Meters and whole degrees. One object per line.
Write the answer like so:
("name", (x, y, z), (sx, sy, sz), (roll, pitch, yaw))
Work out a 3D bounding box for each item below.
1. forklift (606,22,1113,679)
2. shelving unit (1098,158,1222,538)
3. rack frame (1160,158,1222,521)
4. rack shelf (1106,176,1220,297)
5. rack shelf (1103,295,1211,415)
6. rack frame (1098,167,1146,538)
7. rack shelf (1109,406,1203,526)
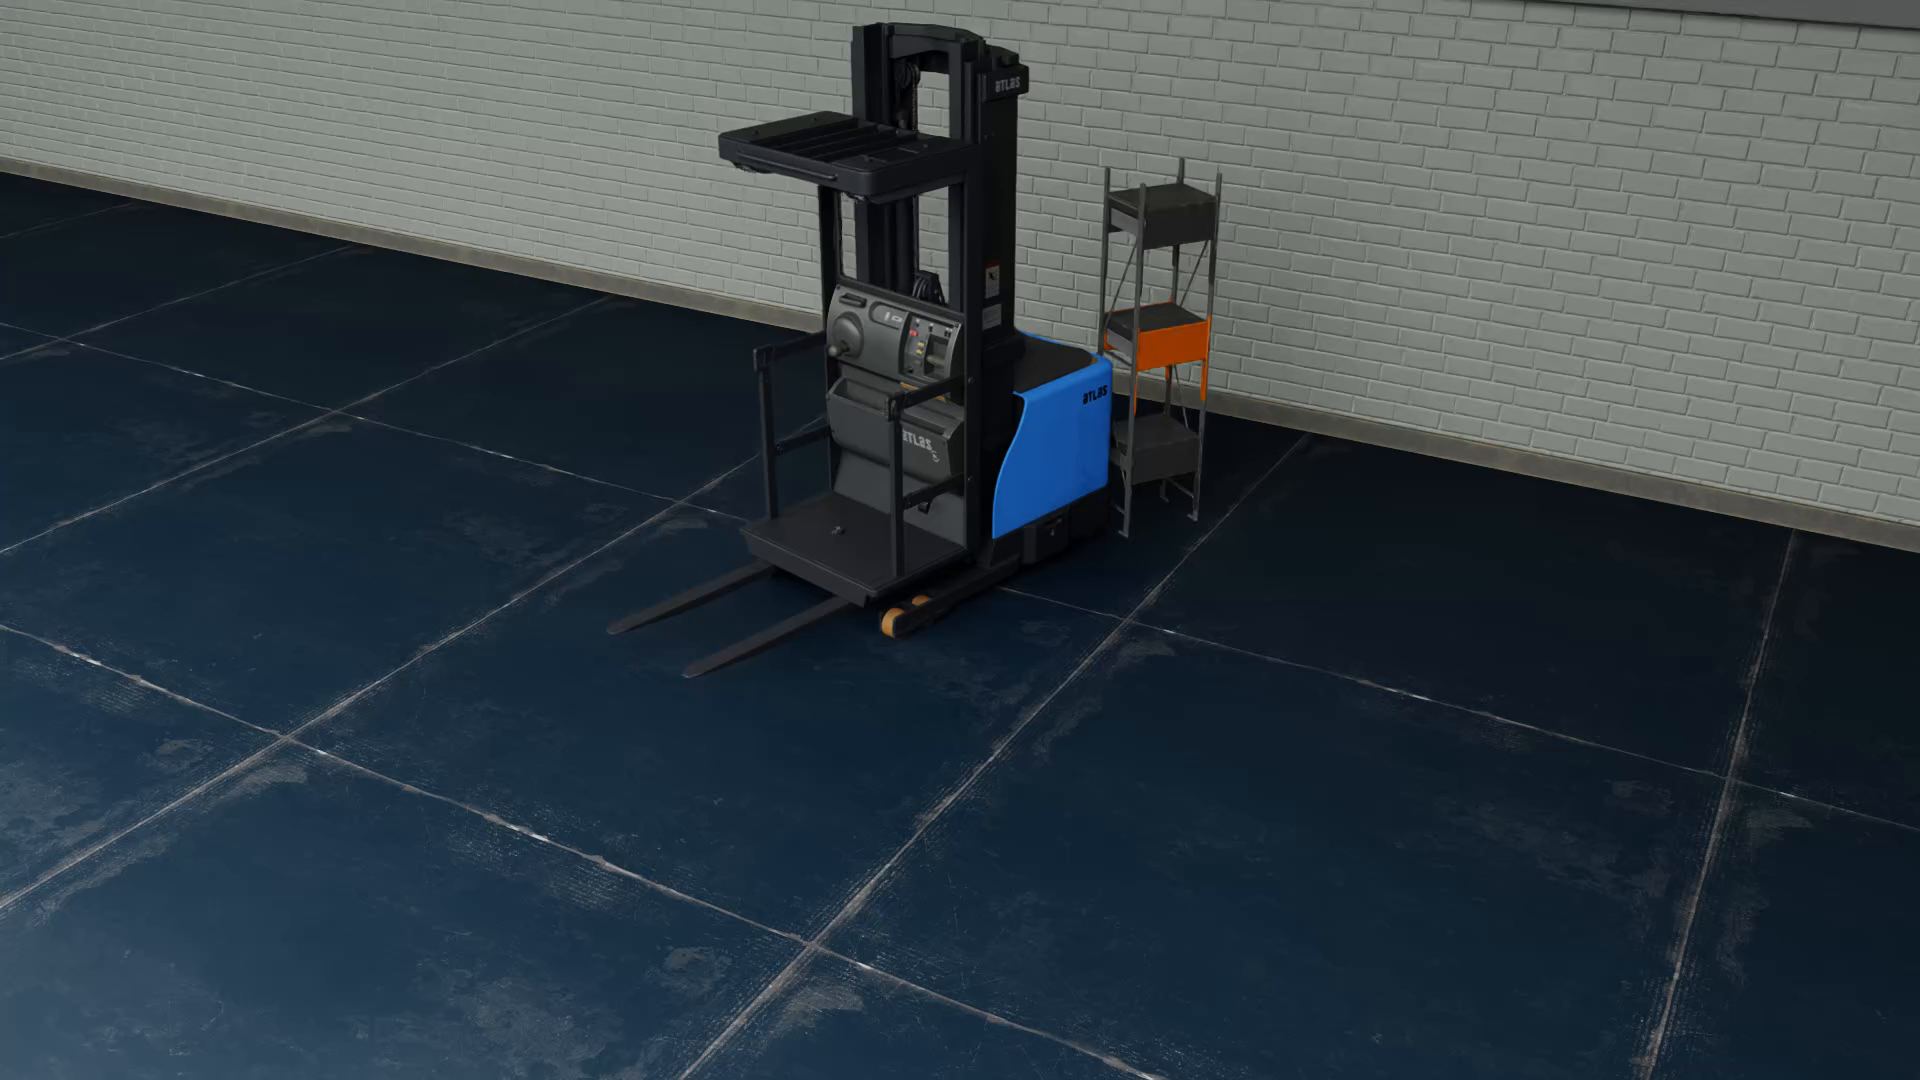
("forklift", (-0.496, -1.047, 8.566), (1.130, 2.935, 3.031), (23, 35, 38))
("shelving unit", (1.112, -1.082, 9.567), (0.503, 2.100, 0.431), (-13, 29, -23))
("rack frame", (1.331, -1.131, 9.664), (0.015, 2.100, 0.400), (-13, 29, -23))
("rack shelf", (1.112, -1.696, 9.259), (0.480, 0.518, 0.431), (-13, 29, -23))
("rack shelf", (1.112, -1.070, 9.573), (0.480, 0.518, 0.431), (-13, 29, -23))
("rack frame", (0.894, -1.034, 9.469), (0.015, 2.100, 0.400), (-13, 29, -23))
("rack shelf", (1.112, -0.444, 9.886), (0.480, 0.518, 0.431), (-13, 29, -23))
